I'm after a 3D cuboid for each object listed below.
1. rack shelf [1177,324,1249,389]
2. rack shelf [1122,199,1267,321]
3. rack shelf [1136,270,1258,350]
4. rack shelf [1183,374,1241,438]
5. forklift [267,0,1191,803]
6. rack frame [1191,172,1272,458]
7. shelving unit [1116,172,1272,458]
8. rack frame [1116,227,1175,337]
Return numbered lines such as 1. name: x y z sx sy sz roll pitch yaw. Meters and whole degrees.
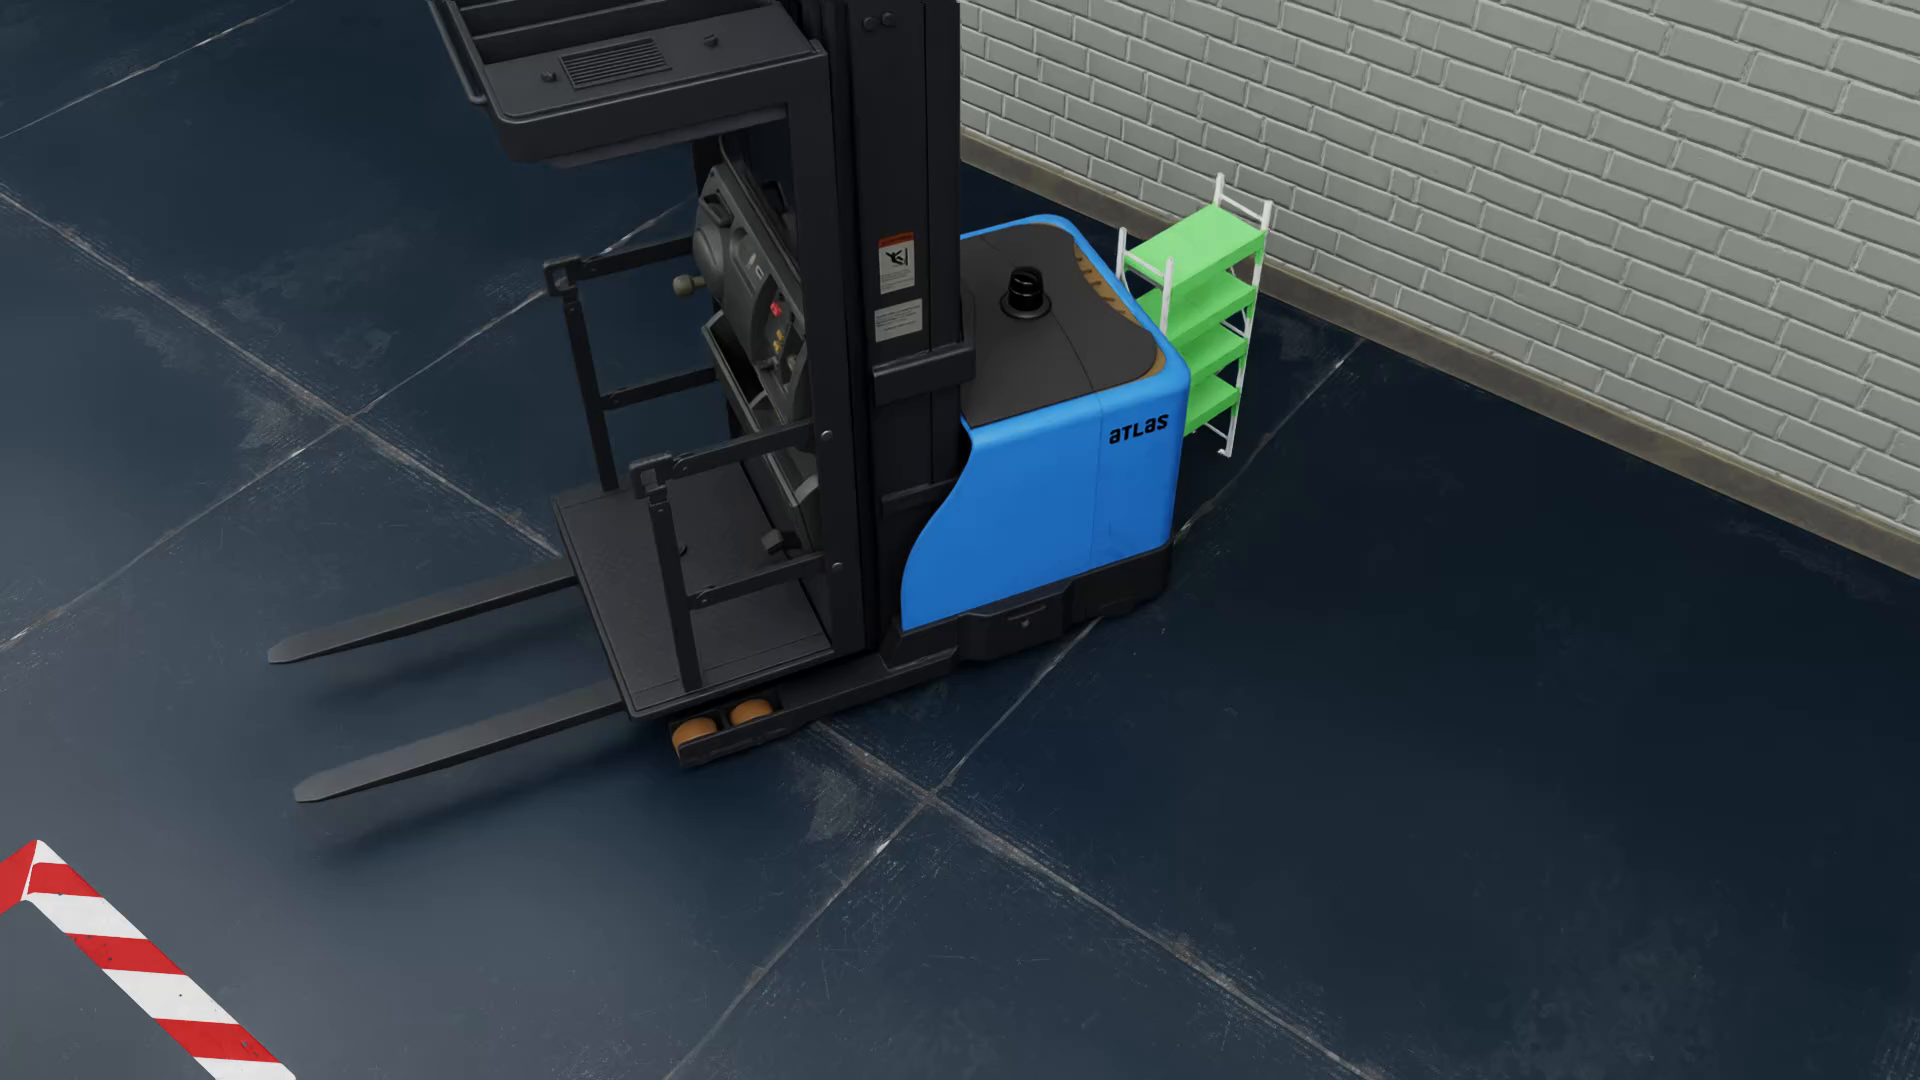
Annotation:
1. rack shelf: 0.804 -0.644 6.124 0.480 0.148 0.258 -33 55 -27
2. rack shelf: 0.804 -0.976 5.777 0.480 0.148 0.258 -33 55 -27
3. rack shelf: 0.804 -0.810 5.950 0.480 0.148 0.258 -33 55 -27
4. rack shelf: 0.804 -0.478 6.298 0.480 0.148 0.258 -33 55 -27
5. forklift: -0.808 -0.701 4.893 3.031 2.935 1.130 -17 49 -16
6. rack frame: 0.986 -0.806 6.190 0.015 1.200 0.240 -33 55 -27
7. shelving unit: 0.804 -0.688 6.078 0.503 1.200 0.258 -33 55 -27
8. rack frame: 0.622 -0.571 5.966 0.015 1.200 0.240 -33 55 -27
